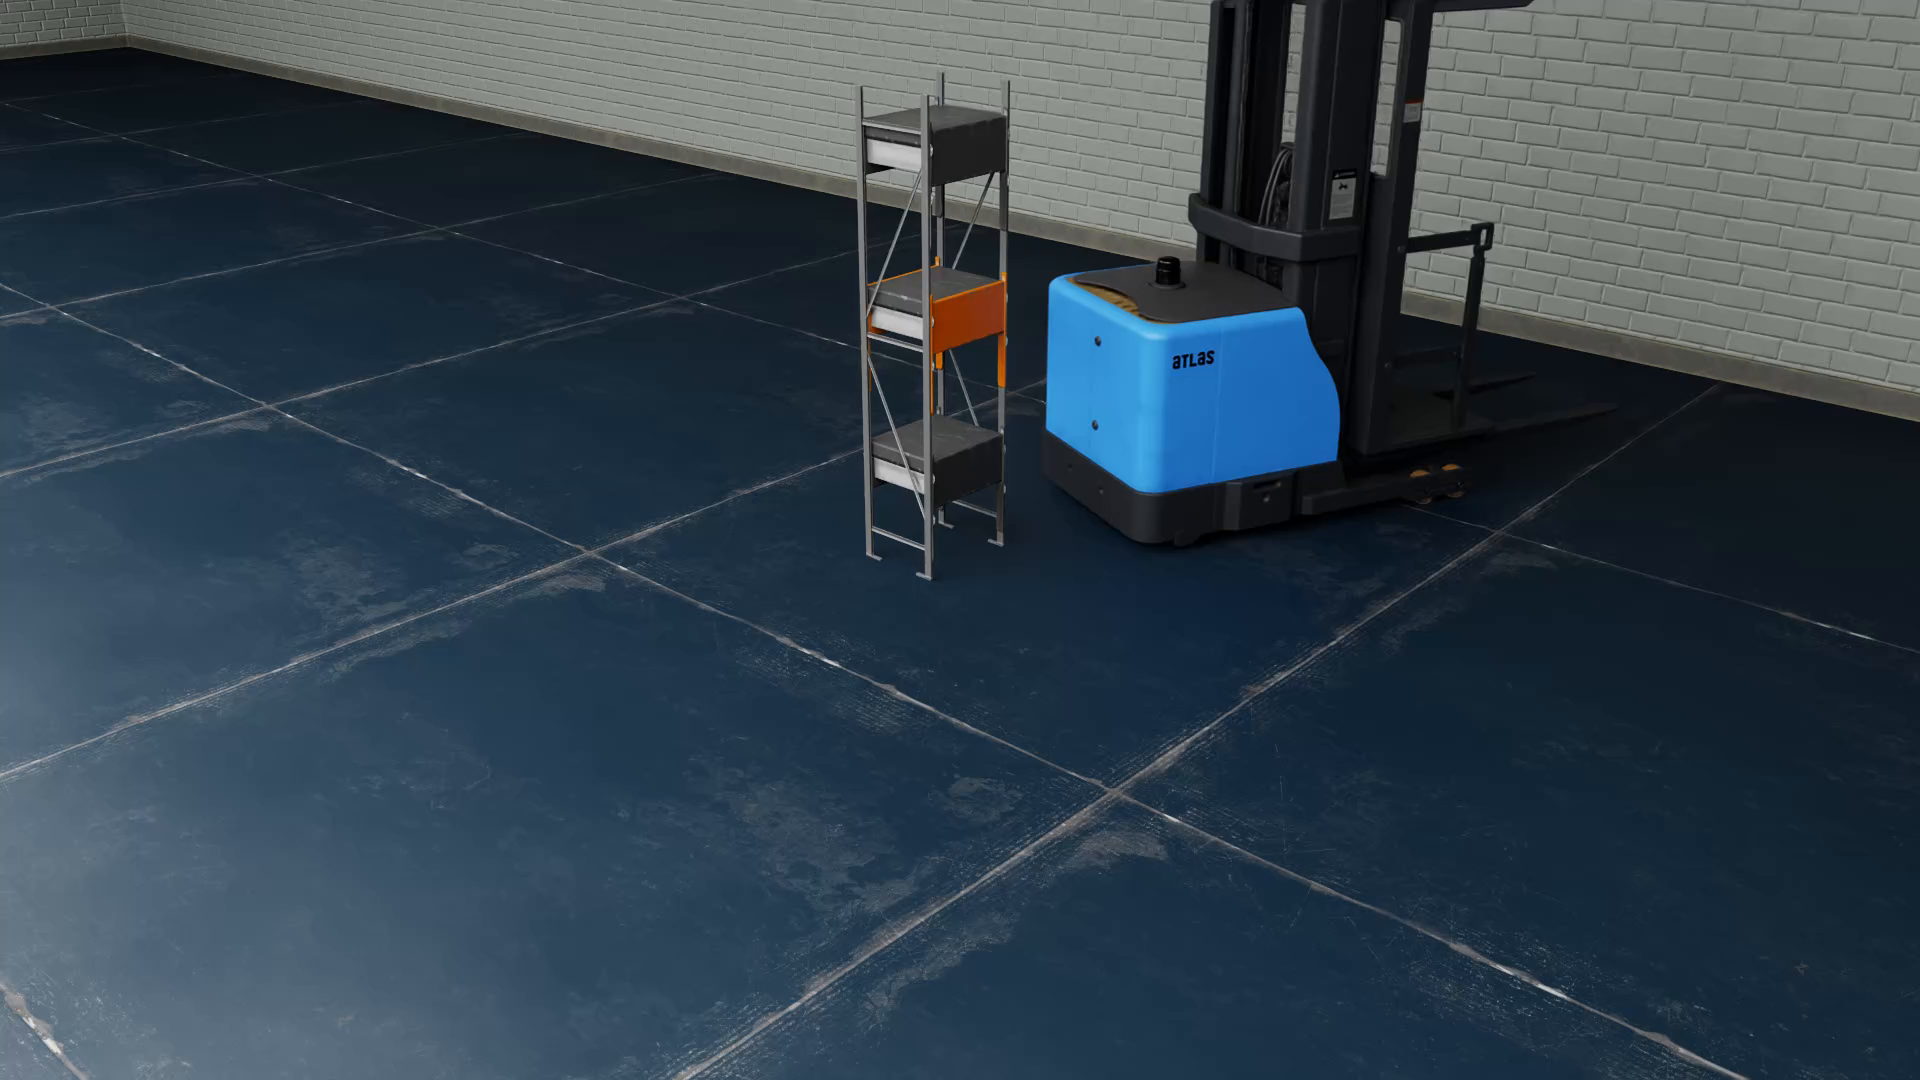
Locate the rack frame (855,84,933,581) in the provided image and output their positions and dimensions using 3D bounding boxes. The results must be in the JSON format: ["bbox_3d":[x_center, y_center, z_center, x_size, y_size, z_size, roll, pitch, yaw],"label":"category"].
[{"bbox_3d":[-0.273,-0.833,7.042,0.400,2.100,0.015,20,31,38],"label":"rack frame"}]

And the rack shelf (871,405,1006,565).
[{"bbox_3d":[-0.110,-0.256,7.500,0.431,0.518,0.480,20,31,38],"label":"rack shelf"}]

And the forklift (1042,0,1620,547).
[{"bbox_3d":[1.969,-1.696,7.950,3.031,2.935,1.130,-11,26,-23],"label":"forklift"}]

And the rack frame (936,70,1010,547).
[{"bbox_3d":[0.052,-0.982,7.374,0.400,2.100,0.015,20,31,38],"label":"rack frame"}]

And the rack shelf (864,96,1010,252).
[{"bbox_3d":[-0.110,-1.534,6.927,0.431,0.518,0.480,20,31,38],"label":"rack shelf"}]

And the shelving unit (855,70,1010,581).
[{"bbox_3d":[-0.110,-0.908,7.208,0.431,2.100,0.503,20,31,38],"label":"shelving unit"}]

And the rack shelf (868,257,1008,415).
[{"bbox_3d":[-0.110,-0.895,7.214,0.431,0.518,0.480,20,31,38],"label":"rack shelf"}]
